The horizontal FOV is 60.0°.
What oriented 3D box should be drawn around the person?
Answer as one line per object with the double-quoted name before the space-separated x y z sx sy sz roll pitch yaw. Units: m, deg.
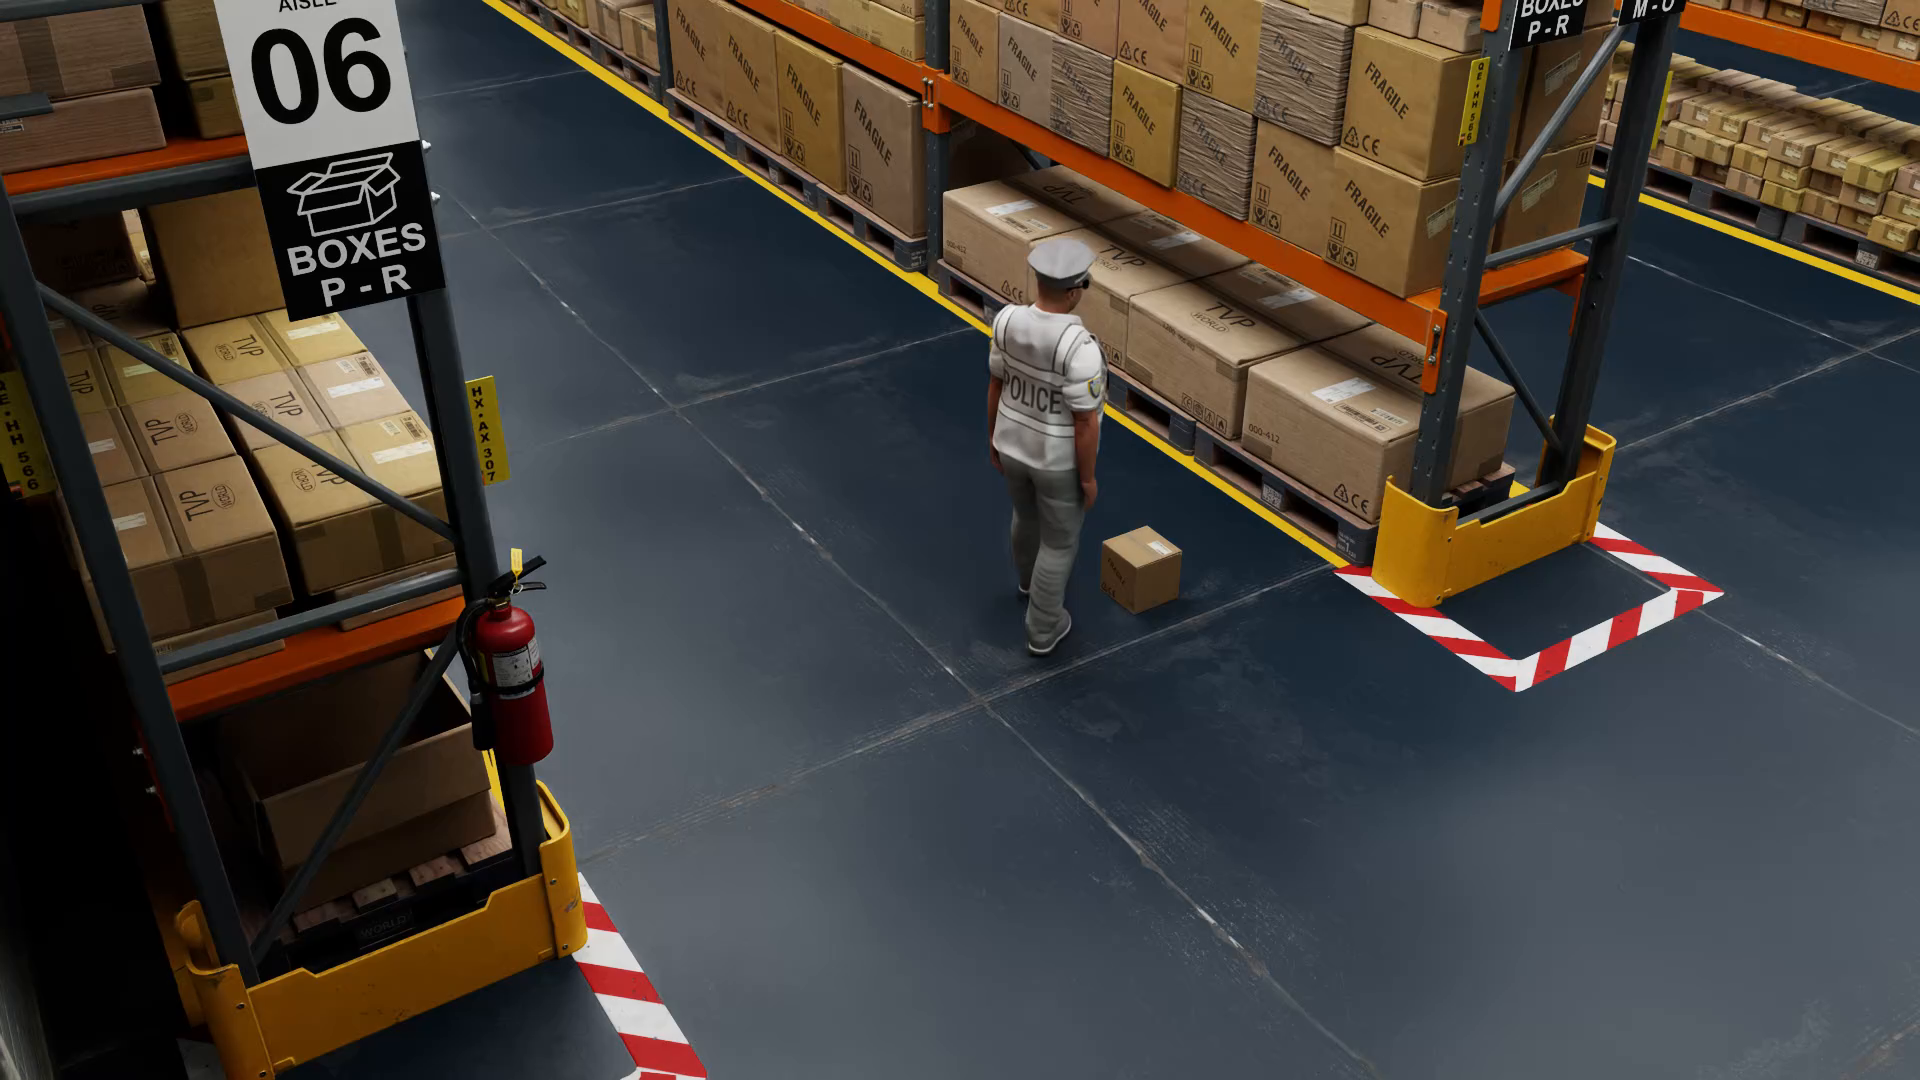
"person" 0.440 -0.413 6.767 0.553 1.751 0.626 25 40 34
